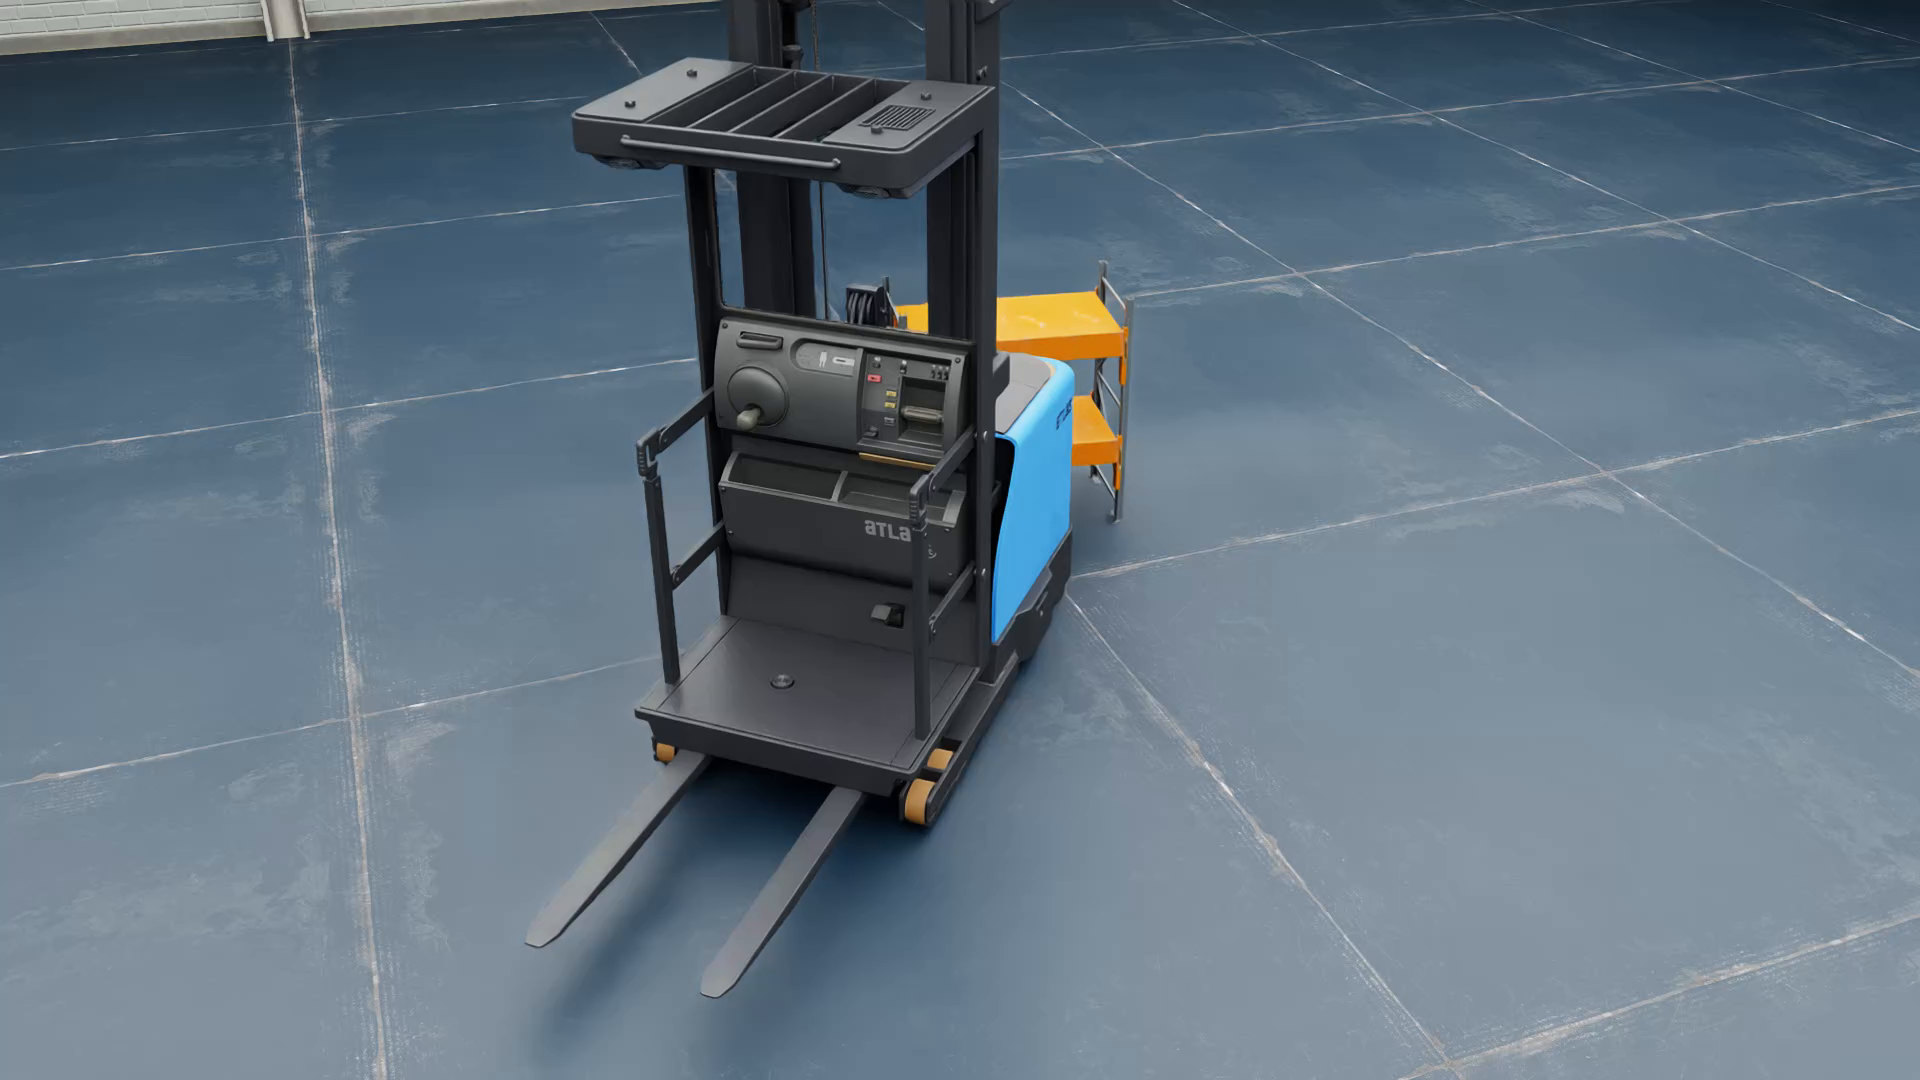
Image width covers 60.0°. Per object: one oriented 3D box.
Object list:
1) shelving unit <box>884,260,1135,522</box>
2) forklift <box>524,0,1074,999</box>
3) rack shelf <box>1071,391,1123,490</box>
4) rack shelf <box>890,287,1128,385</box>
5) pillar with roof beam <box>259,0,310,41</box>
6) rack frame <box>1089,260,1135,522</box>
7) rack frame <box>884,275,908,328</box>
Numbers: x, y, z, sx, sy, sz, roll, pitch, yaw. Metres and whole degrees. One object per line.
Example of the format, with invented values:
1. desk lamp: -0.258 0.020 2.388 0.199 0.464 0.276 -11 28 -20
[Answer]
1. shelving unit: 0.211 -0.649 7.752 1.048 1.125 0.538 -5 30 -9
2. forklift: -0.502 -0.483 5.638 1.130 2.935 3.031 10 31 18
3. rack shelf: 0.211 -0.436 7.873 1.000 0.278 0.538 -5 30 -9
4. rack shelf: 0.211 -0.903 7.607 1.000 0.278 0.538 -5 30 -9
5. pillar with roof beam: -5.180 -6.928 10.819 0.400 9.000 9.100 -10 31 -18
6. rack frame: 0.710 -0.696 7.835 0.032 1.125 0.500 -5 30 -9
7. rack frame: -0.288 -0.602 7.670 0.032 1.125 0.500 -5 30 -9
